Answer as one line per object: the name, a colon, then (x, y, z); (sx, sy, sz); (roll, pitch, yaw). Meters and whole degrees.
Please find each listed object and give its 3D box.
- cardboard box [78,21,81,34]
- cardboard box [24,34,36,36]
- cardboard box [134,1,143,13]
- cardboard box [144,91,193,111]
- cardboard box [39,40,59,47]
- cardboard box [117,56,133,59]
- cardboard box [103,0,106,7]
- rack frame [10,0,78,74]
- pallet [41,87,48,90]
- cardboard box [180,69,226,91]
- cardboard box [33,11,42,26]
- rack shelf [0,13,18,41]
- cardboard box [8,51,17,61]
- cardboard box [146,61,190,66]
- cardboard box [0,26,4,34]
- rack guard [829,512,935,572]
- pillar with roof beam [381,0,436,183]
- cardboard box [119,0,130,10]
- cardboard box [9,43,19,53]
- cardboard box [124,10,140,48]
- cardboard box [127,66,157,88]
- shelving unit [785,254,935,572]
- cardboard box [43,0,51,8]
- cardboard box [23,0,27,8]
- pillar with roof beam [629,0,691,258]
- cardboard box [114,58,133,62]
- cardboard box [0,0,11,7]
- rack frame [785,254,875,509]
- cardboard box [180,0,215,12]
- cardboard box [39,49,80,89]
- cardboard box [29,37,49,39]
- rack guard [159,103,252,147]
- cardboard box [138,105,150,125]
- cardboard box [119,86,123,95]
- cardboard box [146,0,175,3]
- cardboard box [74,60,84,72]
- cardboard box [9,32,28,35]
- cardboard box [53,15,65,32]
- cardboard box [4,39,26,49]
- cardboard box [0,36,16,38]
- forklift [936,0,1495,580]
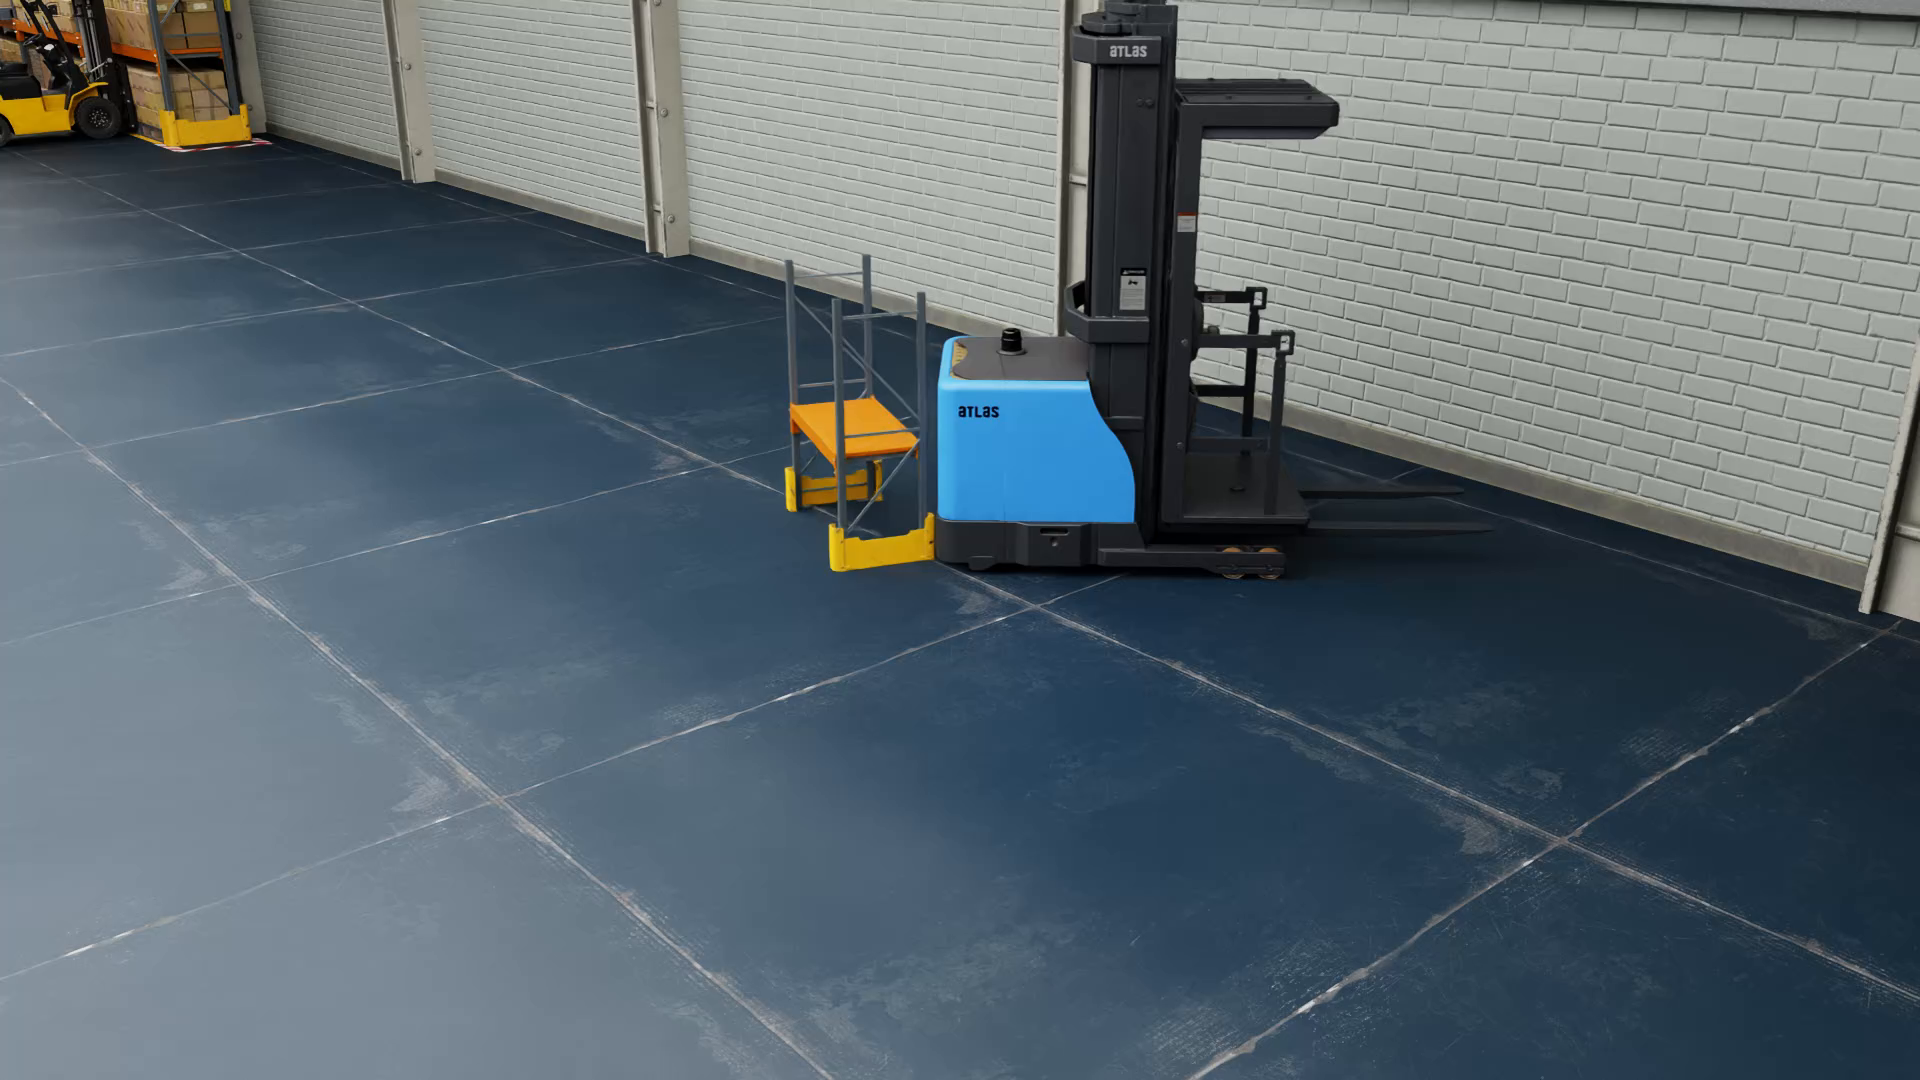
cardboard box: (-13.549, -8.205, 26.183); (0.500, 0.500, 0.500); (-18, 28, -39)
cardboard box: (-17.737, -9.564, 31.752); (0.380, 0.149, 0.250); (-17, 27, -36)
cardboard box: (-11.658, -7.679, 23.951); (0.380, 0.149, 0.250); (-17, 27, -37)
cardboard box: (-11.584, -6.446, 24.338); (0.500, 0.250, 0.500); (-18, 28, -38)
cardboard box: (-16.732, -9.130, 30.643); (0.380, 0.149, 0.250); (-17, 27, -37)
cardboard box: (-13.173, -7.634, 26.686); (0.500, 0.250, 0.500); (-17, 27, -36)
cardboard box: (-12.818, -8.181, 25.231); (0.380, 0.149, 0.250); (-19, 28, -39)
rack frame: (-16.252, -9.448, 29.494); (1.000, 3.000, 0.127); (-17, 27, -37)
pallet: (-15.744, -7.913, 29.398); (1.003, 0.211, 1.213); (-17, 27, -37)
cardboard box: (-11.200, -6.797, 24.548); (0.500, 0.250, 0.500); (-18, 28, -38)
cardboard box: (-15.481, -8.917, 28.343); (0.500, 0.250, 0.500); (-19, 28, -39)
rack shelf: (-17.557, -9.666, 31.036); (1.077, 0.370, 4.000); (-17, 27, -37)
cardboard box: (-17.009, -8.686, 30.401); (0.500, 0.500, 0.500); (-18, 28, -38)
cardboard box: (-12.177, -7.218, 25.623); (0.500, 0.250, 0.500); (-18, 28, -38)
cardboard box: (-18.624, -9.803, 31.954); (0.380, 0.149, 0.250); (-19, 28, -40)
rack guard: (-0.424, 0.009, 9.119); (0.587, 0.250, 0.087); (-7, 23, -18)
pillar with roof beam: (-10.146, -7.756, 16.947); (9.100, 9.000, 0.400); (-17, 27, -37)
cardboard box: (-12.144, -7.899, 24.513); (0.380, 0.149, 0.250); (-19, 28, -39)
cardboard box: (-16.968, -8.926, 30.123); (0.380, 0.149, 0.250); (-19, 28, -40)
cardboard box: (-11.882, -7.504, 24.392); (0.500, 0.500, 0.500); (-16, 27, -36)
cardboard box: (-12.241, -6.949, 24.935); (0.500, 0.250, 0.500); (-17, 27, -37)
shelving unit: (-0.589, -0.745, 9.329); (0.587, 1.500, 1.083); (-7, 23, -18)
cardboard box: (-14.826, -8.864, 27.522); (0.500, 0.250, 0.500); (-17, 27, -36)
cardboard box: (-15.821, -9.292, 28.615); (0.500, 0.250, 0.500); (-16, 27, -36)
pillar with roof beam: (-6.230, -6.098, 12.715); (9.100, 9.000, 0.400); (-17, 27, -37)
cardboard box: (-13.237, -7.372, 26.016); (0.500, 0.250, 0.500); (-17, 27, -37)
cardboard box: (-16.971, -9.617, 29.694); (0.380, 0.149, 0.250); (-17, 27, -36)
rack frame: (-0.754, -0.917, 9.768); (0.500, 1.500, 0.032); (-7, 23, -18)
cardboard box: (-11.055, -7.742, 24.111); (0.380, 0.149, 0.250); (-18, 28, -39)
cardboard box: (-15.422, -8.184, 28.946); (0.875, 0.625, 0.625); (-16, 27, -36)
cardboard box: (-17.241, -9.345, 31.192); (0.380, 0.149, 0.250); (-17, 27, -37)
rack guard: (-11.014, -6.068, 24.290); (1.175, 0.500, 0.348); (-17, 27, -37)
cardboard box: (-11.893, -6.348, 24.772); (0.500, 0.250, 0.500); (-17, 27, -37)
cardboard box: (-12.580, -6.864, 25.405); (0.500, 0.250, 0.500); (-18, 27, -38)
cardboard box: (-11.423, -7.774, 23.785); (0.380, 0.149, 0.250); (-17, 27, -37)
cardboard box: (-13.990, -7.575, 27.390); (0.875, 0.625, 0.625); (-16, 26, -35)
cardboard box: (-18.228, -9.783, 32.310); (0.380, 0.149, 0.250); (-17, 27, -37)
cardboard box: (-14.500, -8.488, 27.248); (0.500, 0.250, 0.500); (-18, 27, -38)
cardboard box: (-17.407, -9.162, 30.725); (0.380, 0.149, 0.250); (-18, 28, -38)
cardboard box: (-17.930, -9.379, 31.279); (0.380, 0.149, 0.250); (-16, 27, -36)
forklift: (1.397, -1.350, 8.912); (3.031, 2.935, 1.130); (1, 21, 2)
